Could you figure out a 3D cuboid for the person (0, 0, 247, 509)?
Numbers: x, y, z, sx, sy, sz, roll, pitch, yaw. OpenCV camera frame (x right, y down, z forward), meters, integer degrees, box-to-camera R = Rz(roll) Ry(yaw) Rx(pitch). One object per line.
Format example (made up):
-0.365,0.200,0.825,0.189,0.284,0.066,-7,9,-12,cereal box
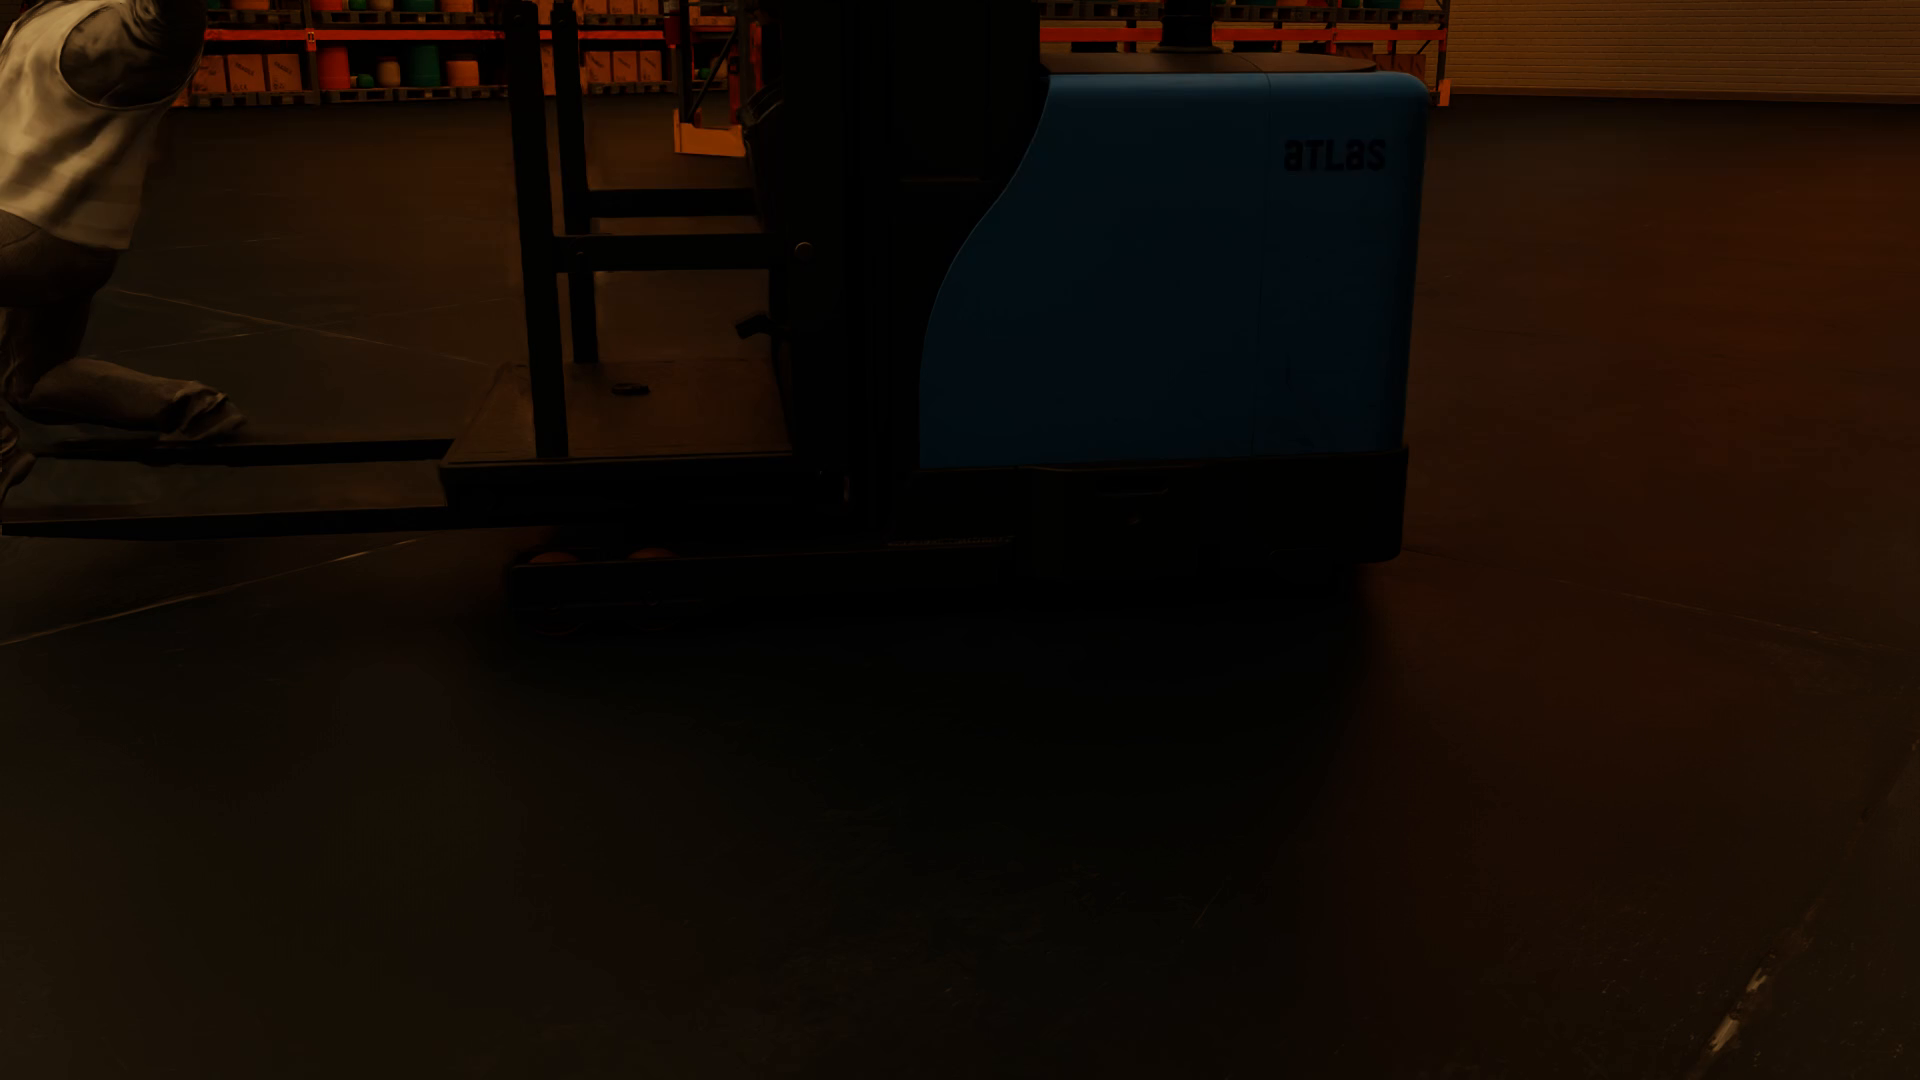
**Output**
-1.953,-0.713,3.417,0.841,1.575,1.078,-7,18,-22,person

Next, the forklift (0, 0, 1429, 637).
-0.604,-1.375,3.424,3.031,2.935,1.130,-2,17,-8,forklift
